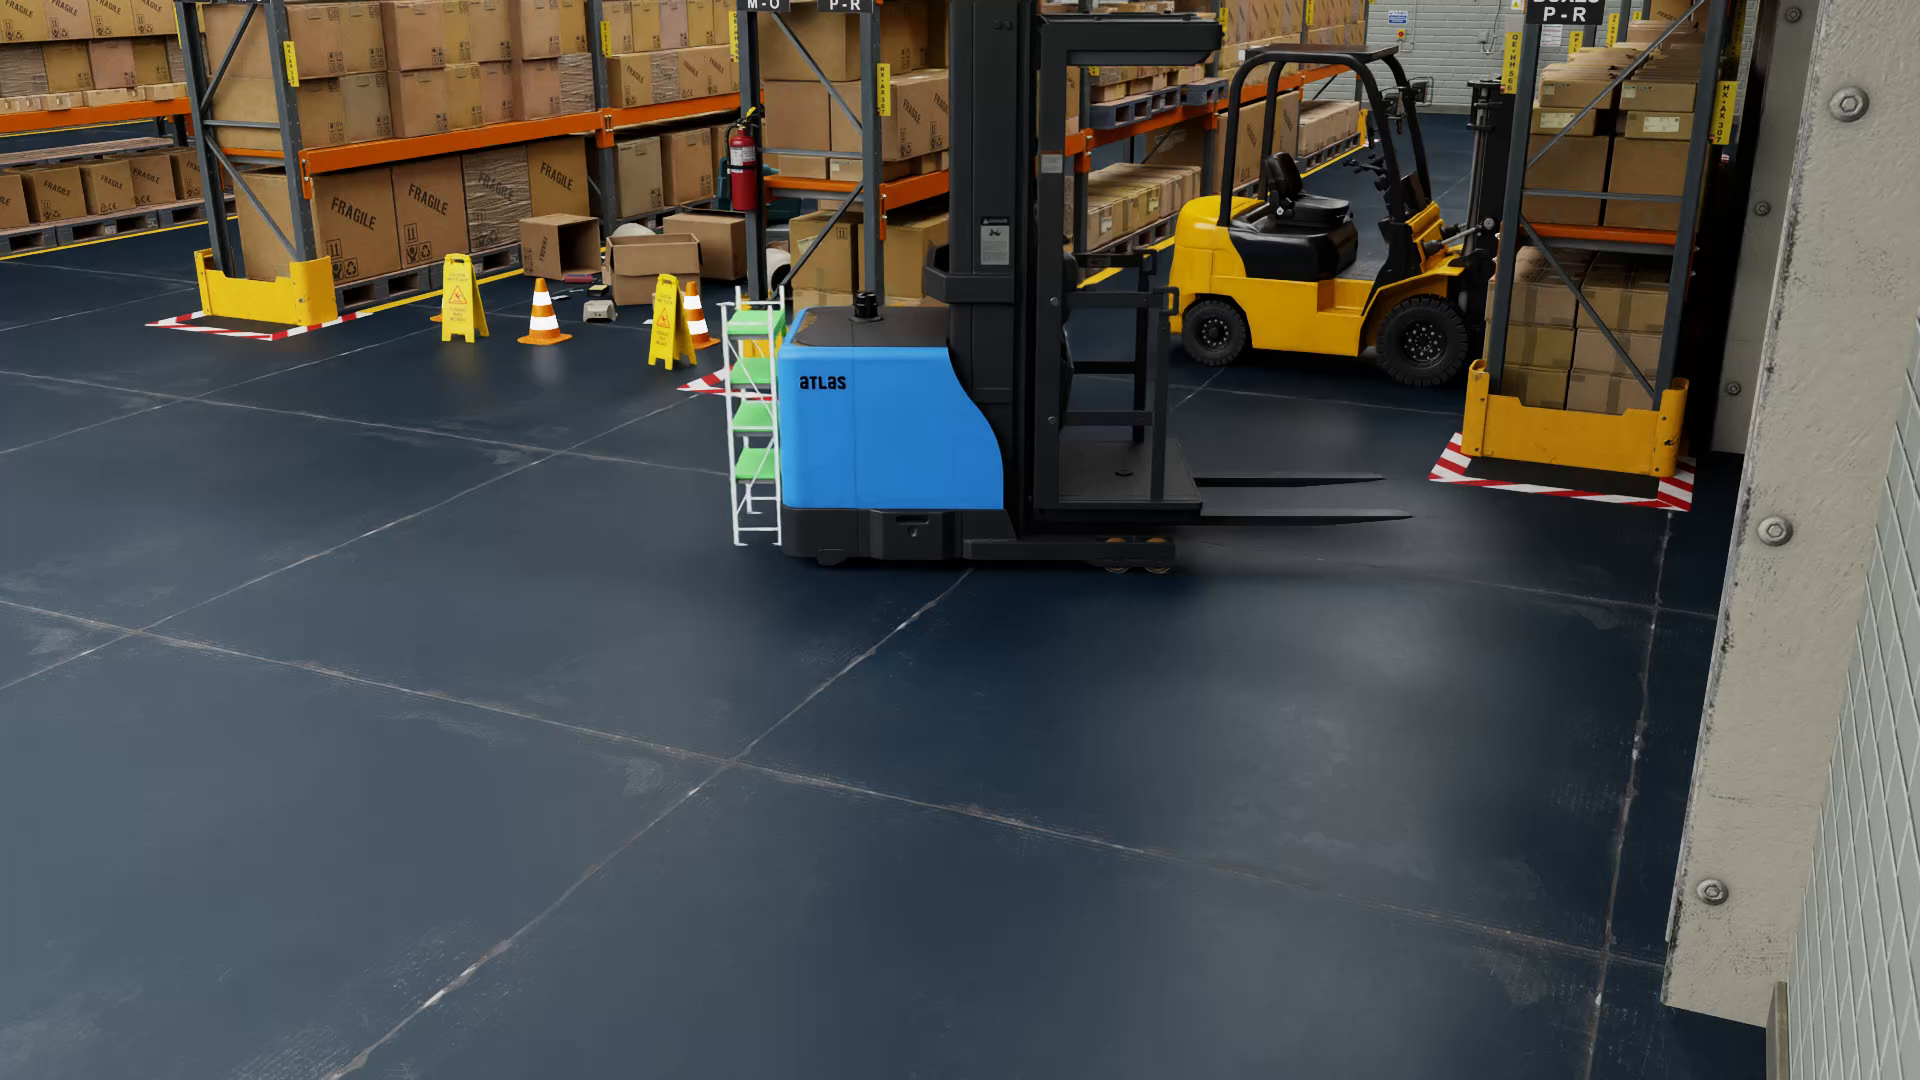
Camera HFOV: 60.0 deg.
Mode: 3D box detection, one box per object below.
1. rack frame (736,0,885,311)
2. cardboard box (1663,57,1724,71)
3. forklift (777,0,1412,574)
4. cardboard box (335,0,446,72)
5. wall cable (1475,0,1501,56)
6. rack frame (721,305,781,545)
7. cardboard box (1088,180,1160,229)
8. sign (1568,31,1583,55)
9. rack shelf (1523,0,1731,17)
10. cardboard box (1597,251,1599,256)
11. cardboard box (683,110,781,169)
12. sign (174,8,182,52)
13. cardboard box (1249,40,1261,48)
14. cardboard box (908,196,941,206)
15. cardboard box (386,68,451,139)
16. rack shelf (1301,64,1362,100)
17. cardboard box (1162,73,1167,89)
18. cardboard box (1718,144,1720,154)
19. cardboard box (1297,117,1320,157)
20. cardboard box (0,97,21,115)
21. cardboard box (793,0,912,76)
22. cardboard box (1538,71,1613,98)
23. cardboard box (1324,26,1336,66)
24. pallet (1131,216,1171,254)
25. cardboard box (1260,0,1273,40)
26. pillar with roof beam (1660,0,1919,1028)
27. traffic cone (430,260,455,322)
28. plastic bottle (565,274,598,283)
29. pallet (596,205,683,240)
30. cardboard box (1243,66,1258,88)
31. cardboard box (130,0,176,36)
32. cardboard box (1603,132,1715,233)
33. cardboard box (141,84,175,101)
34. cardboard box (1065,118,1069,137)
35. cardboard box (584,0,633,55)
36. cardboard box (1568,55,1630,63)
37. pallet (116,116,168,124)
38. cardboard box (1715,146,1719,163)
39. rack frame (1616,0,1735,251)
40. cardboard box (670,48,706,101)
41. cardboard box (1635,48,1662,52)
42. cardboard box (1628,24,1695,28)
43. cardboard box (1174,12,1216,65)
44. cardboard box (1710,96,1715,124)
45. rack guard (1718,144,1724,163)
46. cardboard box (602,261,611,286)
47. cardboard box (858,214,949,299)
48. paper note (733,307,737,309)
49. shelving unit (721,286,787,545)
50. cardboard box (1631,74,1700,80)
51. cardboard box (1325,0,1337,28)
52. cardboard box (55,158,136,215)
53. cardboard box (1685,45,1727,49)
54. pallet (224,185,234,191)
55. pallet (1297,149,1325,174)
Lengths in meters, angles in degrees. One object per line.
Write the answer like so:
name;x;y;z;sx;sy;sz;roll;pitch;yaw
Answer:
rack frame;-0.991;-2.576;11.098;1.000;3.000;0.127;9;21;23
cardboard box;4.915;-3.157;11.172;0.380;0.149;0.250;8;21;22
forklift;0.664;-1.402;7.899;3.031;2.935;1.130;0;20;1
cardboard box;-4.867;-4.245;13.957;0.875;0.550;0.550;9;21;23
wall cable;9.147;-9.482;29.000;0.588;1.984;0.122;9;21;23
rack frame;-1.003;-0.541;8.060;0.240;1.200;0.015;0;20;1
cardboard box;1.434;-3.352;16.576;0.950;0.372;0.625;9;22;24
sign;4.678;-3.698;12.645;0.100;0.325;0.005;9;21;23
rack shelf;4.358;-3.582;10.524;1.077;0.370;4.000;9;21;23
cardboard box;4.058;-1.919;11.237;0.500;0.250;0.500;8;21;22
cardboard box;-2.604;-4.634;19.616;1.050;0.750;0.750;8;21;22
sign;-6.038;-3.960;12.909;0.100;0.325;0.005;9;21;23
cardboard box;3.145;-5.616;19.124;0.500;0.250;0.500;8;21;22
cardboard box;-0.478;-2.426;13.033;0.500;0.500;0.500;8;21;21
cardboard box;-4.889;-3.740;14.147;0.875;0.550;0.550;9;21;23
rack shelf;4.742;-6.517;23.253;1.077;0.370;4.000;9;21;23
cardboard box;1.803;-4.484;16.212;0.380;0.149;0.250;8;21;21
cardboard box;8.521;-4.394;19.314;0.500;0.500;0.500;8;21;22
cardboard box;4.278;-5.412;22.270;0.875;0.438;0.875;8;21;22
cardboard box;-9.270;-4.175;15.969;0.380;0.149;0.250;9;21;23
cardboard box;-0.767;-3.574;11.820;0.700;0.500;0.500;9;21;23
cardboard box;3.648;-2.691;9.860;0.380;0.149;0.250;9;22;24
cardboard box;4.773;-6.703;22.555;0.500;0.500;0.500;9;21;23
pallet;1.462;-3.097;16.726;1.003;0.211;1.213;9;21;23
cardboard box;3.340;-6.120;19.422;0.500;0.500;0.500;9;21;24
pillar with roof beam;-1.739;-3.568;4.936;9.100;9.000;0.400;9;21;23
traffic cone;-4.036;-1.997;13.255;0.336;0.463;0.334;9;21;23
plastic bottle;-3.350;-2.317;14.755;0.283;0.061;0.133;1;20;4
pallet;-3.664;-3.379;17.519;1.003;0.211;1.213;9;21;23
cardboard box;3.129;-5.385;19.221;0.500;0.250;0.500;9;22;24
cardboard box;-8.531;-5.489;17.203;0.500;0.500;0.500;9;21;23
cardboard box;3.995;-2.056;9.488;0.500;0.500;0.500;9;22;24
cardboard box;-8.483;-4.699;17.443;0.380;0.149;0.250;9;21;23
cardboard box;0.697;-3.463;13.968;0.380;0.149;0.250;9;22;24
cardboard box;-3.713;-5.118;16.604;0.700;0.500;0.500;8;21;22
cardboard box;4.374;-3.236;11.392;0.380;0.149;0.250;8;21;22
pallet;-14.453;-7.397;28.816;1.003;0.211;1.213;9;21;23
cardboard box;7.670;-4.019;17.291;0.380;0.149;0.250;8;21;20
rack frame;6.815;-4.342;16.063;1.000;3.000;0.127;9;21;23
cardboard box;-3.037;-4.925;17.554;0.500;0.500;0.500;8;21;22
cardboard box;6.054;-4.311;14.859;0.380;0.149;0.250;9;21;23
cardboard box;7.517;-5.294;17.965;0.700;0.500;0.500;8;21;22
cardboard box;2.352;-5.230;17.340;0.500;0.500;0.500;8;21;21
cardboard box;4.399;-2.618;10.098;0.380;0.149;0.250;9;21;23
rack guard;10.059;-5.586;23.293;1.175;0.500;0.348;9;21;23
cardboard box;-2.934;-2.381;14.630;0.396;0.266;0.258;13;23;32
cardboard box;-0.400;-2.048;11.970;0.500;0.500;0.500;8;21;21
paper note;-1.828;-1.918;13.709;0.032;0.001;0.123;9;21;23
shelving unit;-1.000;-0.623;8.290;0.258;1.200;0.503;0;20;1
cardboard box;4.104;-2.620;9.662;0.380;0.149;0.250;9;21;24
cardboard box;4.771;-7.183;22.413;0.500;0.500;0.500;9;21;24
cardboard box;-9.005;-3.685;17.321;0.500;0.500;0.500;7;21;18
cardboard box;6.861;-4.472;15.312;0.380;0.149;0.250;9;22;24
pallet;-8.077;-4.083;19.497;1.003;0.211;1.213;9;21;23
pallet;4.305;-5.152;22.504;1.003;0.211;1.213;9;21;23
